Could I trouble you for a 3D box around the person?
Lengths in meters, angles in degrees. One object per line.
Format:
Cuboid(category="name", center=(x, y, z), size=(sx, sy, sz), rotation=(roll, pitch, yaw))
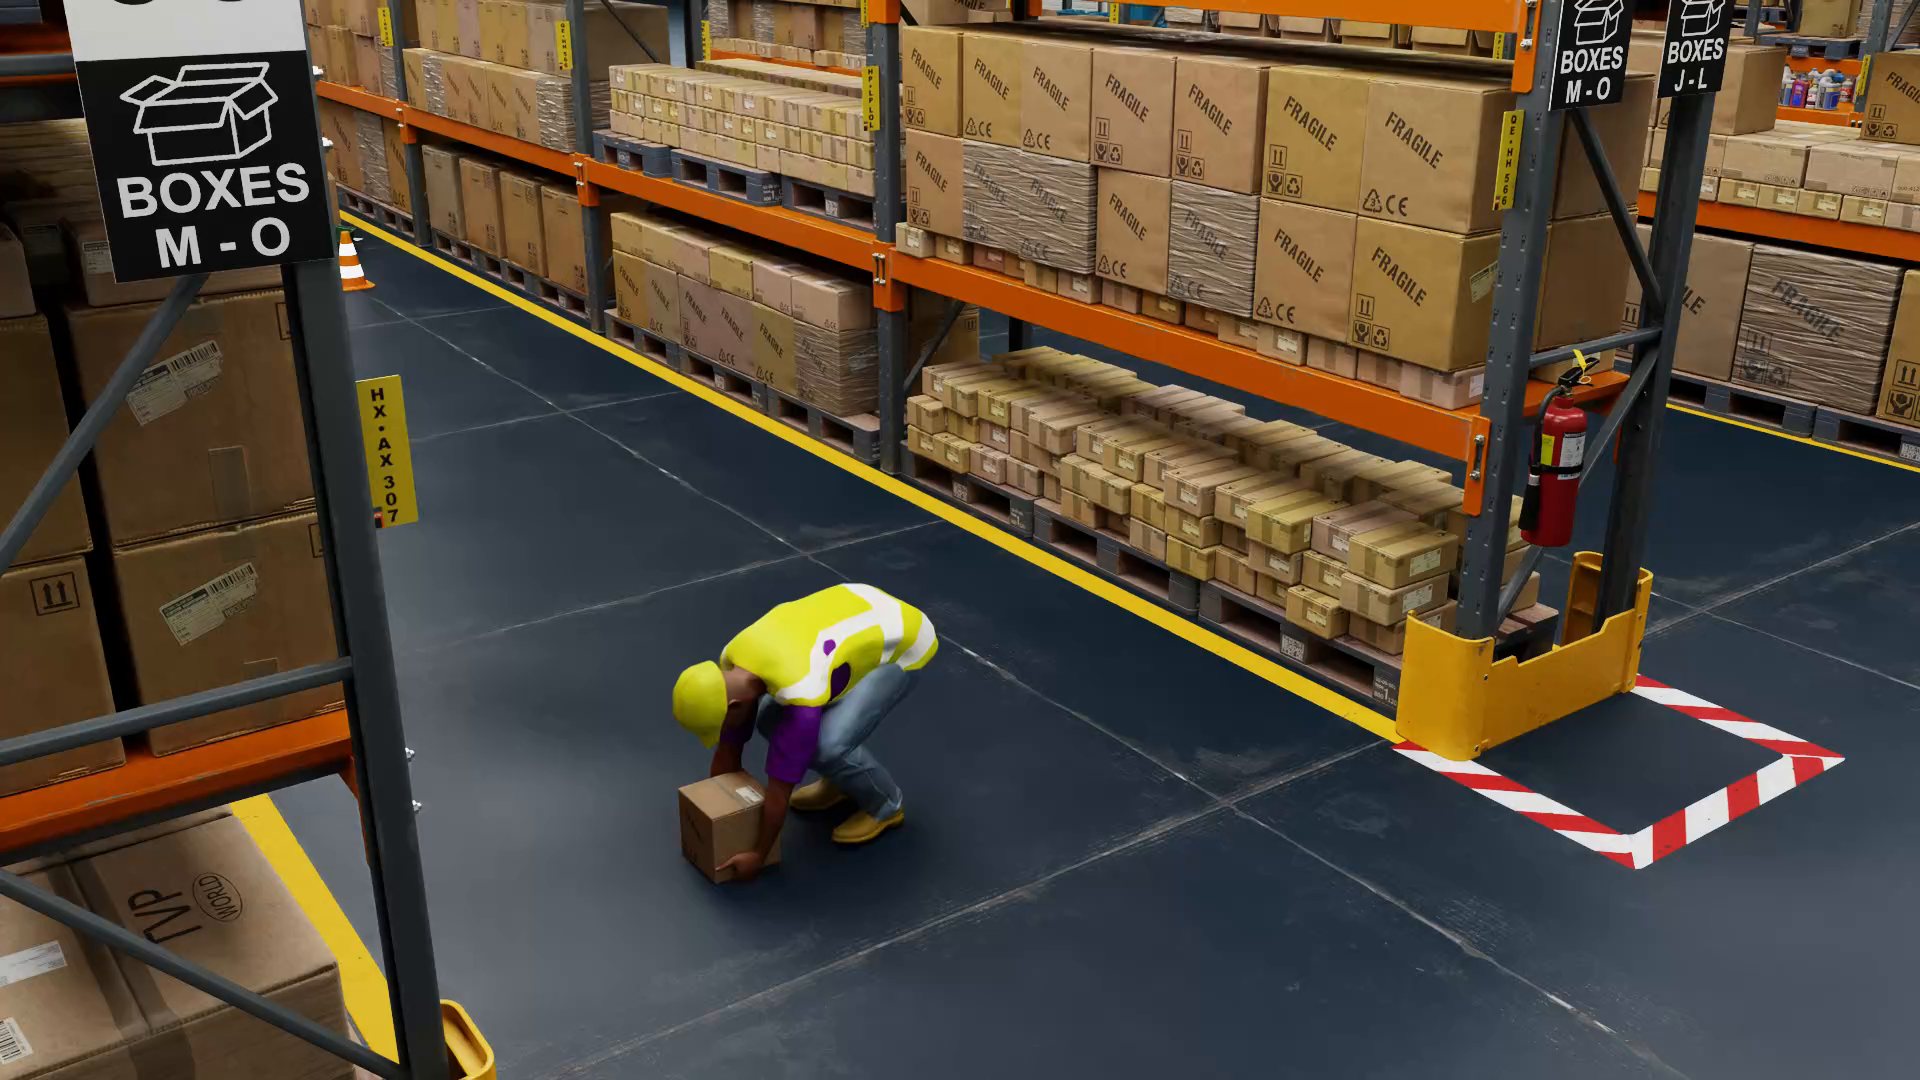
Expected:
Cuboid(category="person", center=(-0.528, 0.635, 5.694), size=(0.980, 0.874, 0.513), rotation=(-16, 26, -35))
